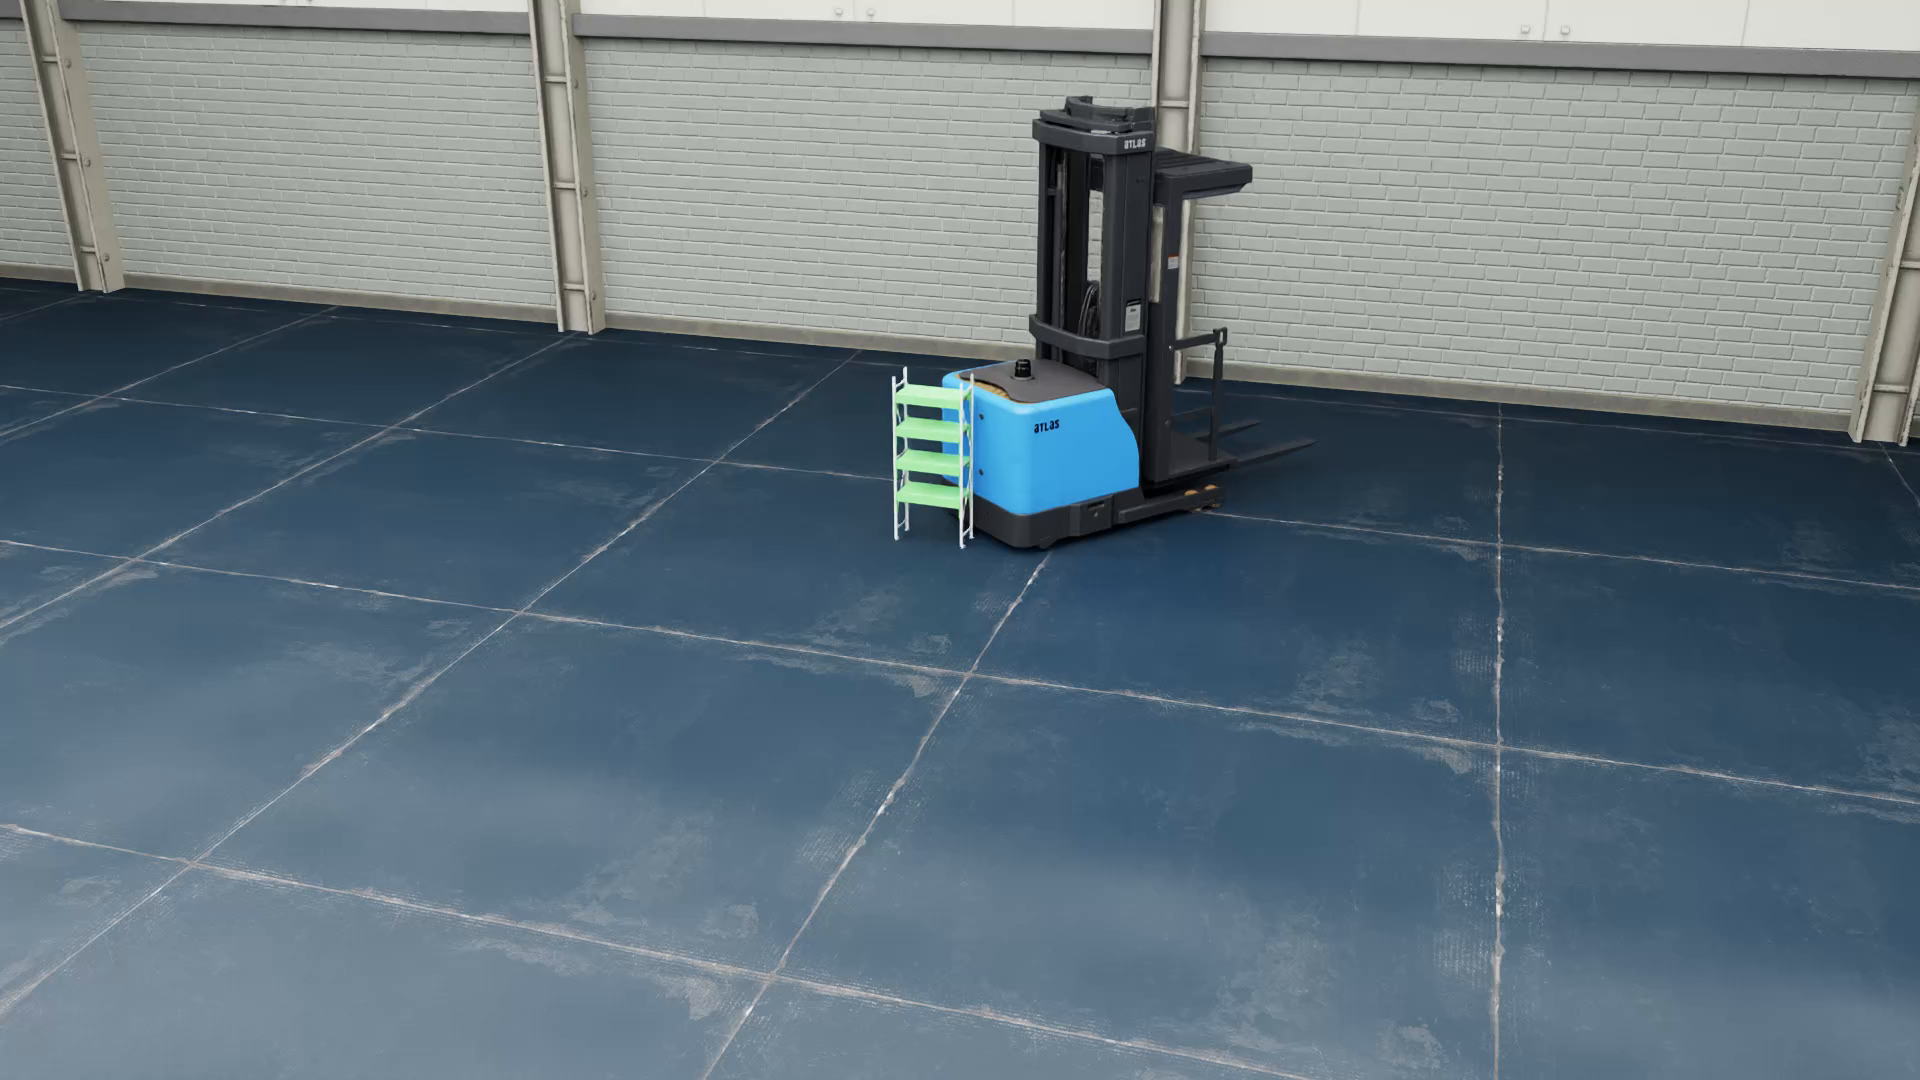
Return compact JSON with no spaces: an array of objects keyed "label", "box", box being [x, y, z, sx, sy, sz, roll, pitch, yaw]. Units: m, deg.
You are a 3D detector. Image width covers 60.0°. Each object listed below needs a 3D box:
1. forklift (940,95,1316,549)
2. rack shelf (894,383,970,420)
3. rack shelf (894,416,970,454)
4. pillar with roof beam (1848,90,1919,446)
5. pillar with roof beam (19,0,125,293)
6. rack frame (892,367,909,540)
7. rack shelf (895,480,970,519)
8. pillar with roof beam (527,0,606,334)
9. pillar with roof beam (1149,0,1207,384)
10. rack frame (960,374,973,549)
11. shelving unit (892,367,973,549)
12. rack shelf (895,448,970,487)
[{"label":"forklift","box":[1.364,-1.706,12.068,3.031,2.935,1.130,-14,26,-31]},{"label":"rack shelf","box":[-0.184,-0.953,11.415,0.480,0.148,0.258,8,23,18]},{"label":"rack shelf","box":[-0.184,-0.730,11.506,0.480,0.148,0.258,8,23,18]},{"label":"pillar with roof beam","box":[6.380,-3.445,8.310,0.400,9.000,9.100,7,23,16]},{"label":"pillar with roof beam","box":[-10.852,-5.418,13.121,0.400,9.000,9.100,7,23,16]},{"label":"rack frame","box":[-0.415,-0.598,11.647,0.015,1.200,0.240,8,23,18]},{"label":"rack shelf","box":[-0.184,-0.286,11.688,0.480,0.148,0.258,8,23,18]},{"label":"pillar with roof beam","box":[-5.108,-4.760,11.517,0.400,9.000,9.100,7,23,16]},{"label":"pillar with roof beam","box":[0.636,-4.102,9.914,0.400,9.000,9.100,7,23,16]},{"label":"rack frame","box":[0.046,-0.537,11.499,0.015,1.200,0.240,8,23,18]},{"label":"shelving unit","box":[-0.184,-0.568,11.573,0.503,1.200,0.258,8,23,18]},{"label":"rack shelf","box":[-0.184,-0.508,11.597,0.480,0.148,0.258,8,23,18]}]
